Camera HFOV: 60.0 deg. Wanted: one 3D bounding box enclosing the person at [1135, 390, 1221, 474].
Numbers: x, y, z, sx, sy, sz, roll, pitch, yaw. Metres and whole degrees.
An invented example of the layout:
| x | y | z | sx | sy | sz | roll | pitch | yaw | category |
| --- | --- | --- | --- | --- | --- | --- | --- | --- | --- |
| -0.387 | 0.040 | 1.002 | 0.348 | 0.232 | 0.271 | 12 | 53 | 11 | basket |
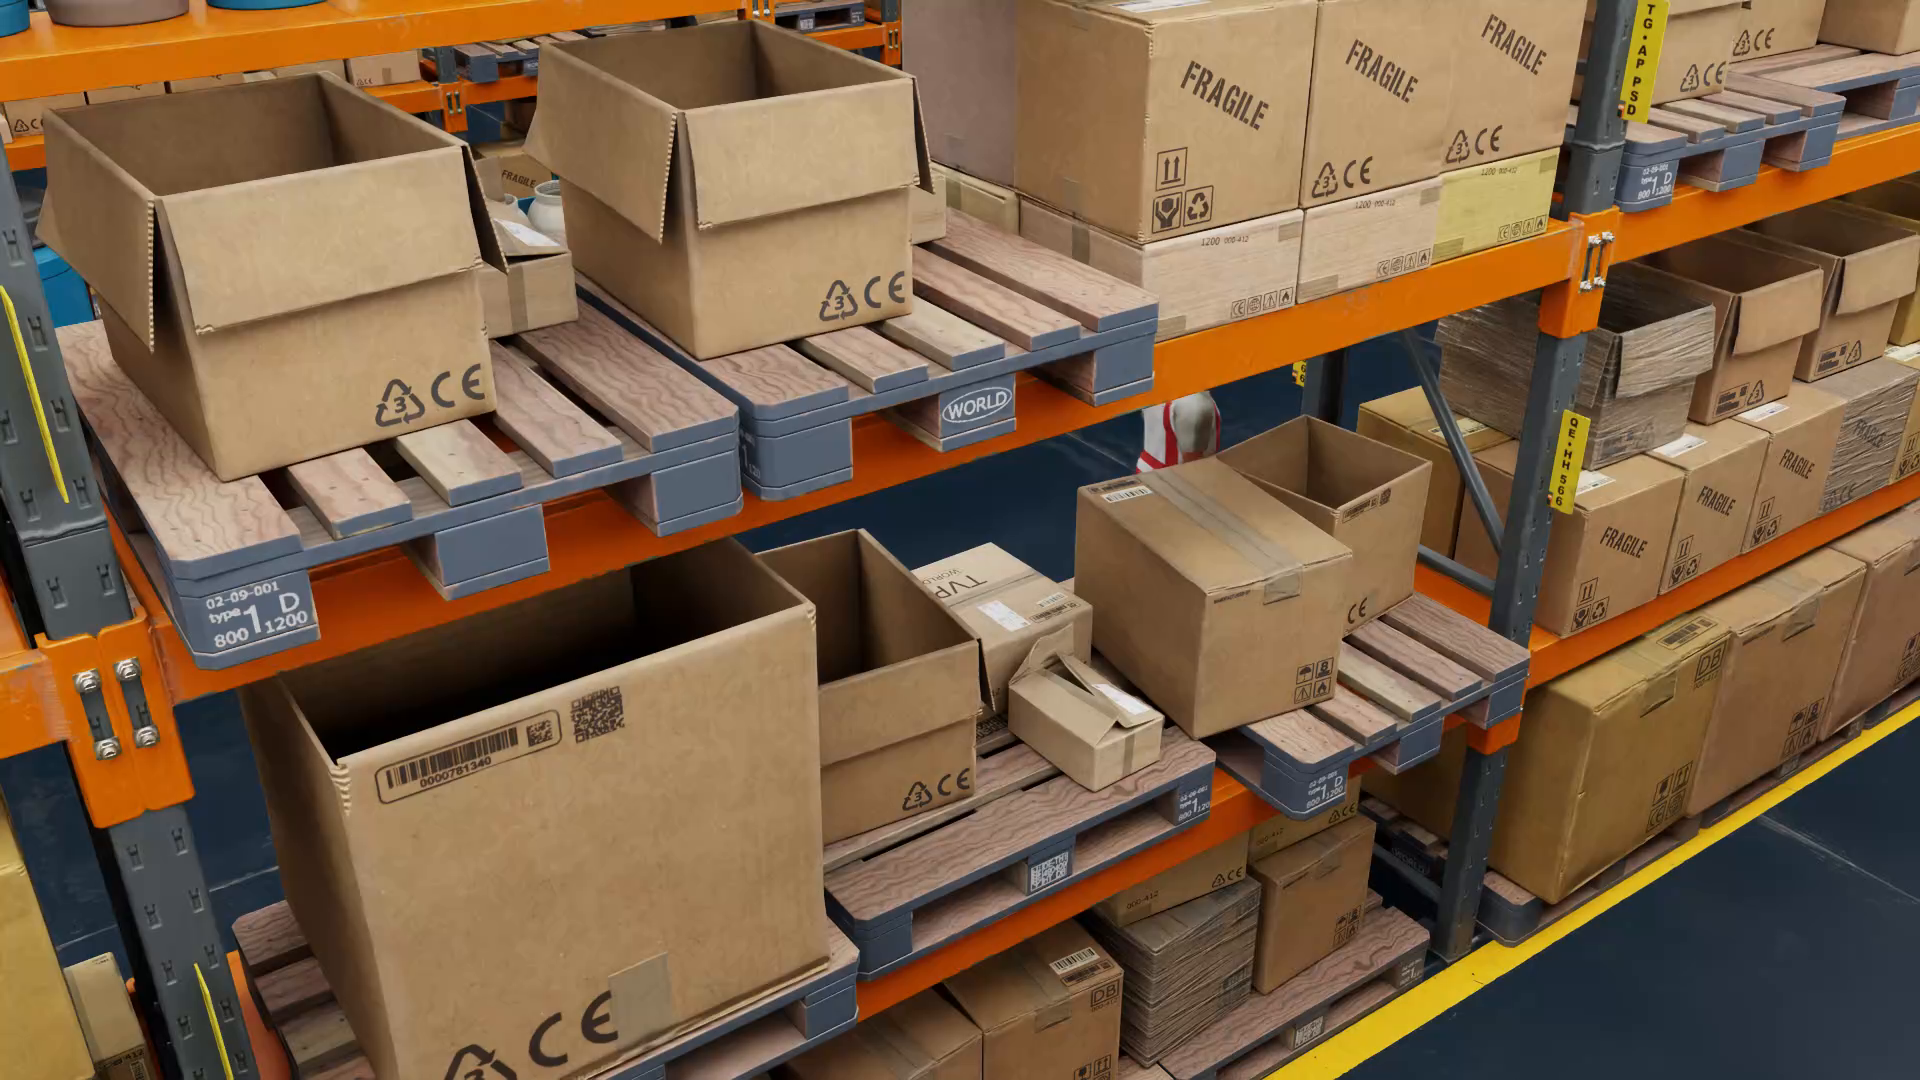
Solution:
| x | y | z | sx | sy | sz | roll | pitch | yaw | category |
| --- | --- | --- | --- | --- | --- | --- | --- | --- | --- |
| 1.101 | -0.213 | 7.475 | 0.600 | 1.791 | 0.566 | -12 | 31 | -22 | person |
